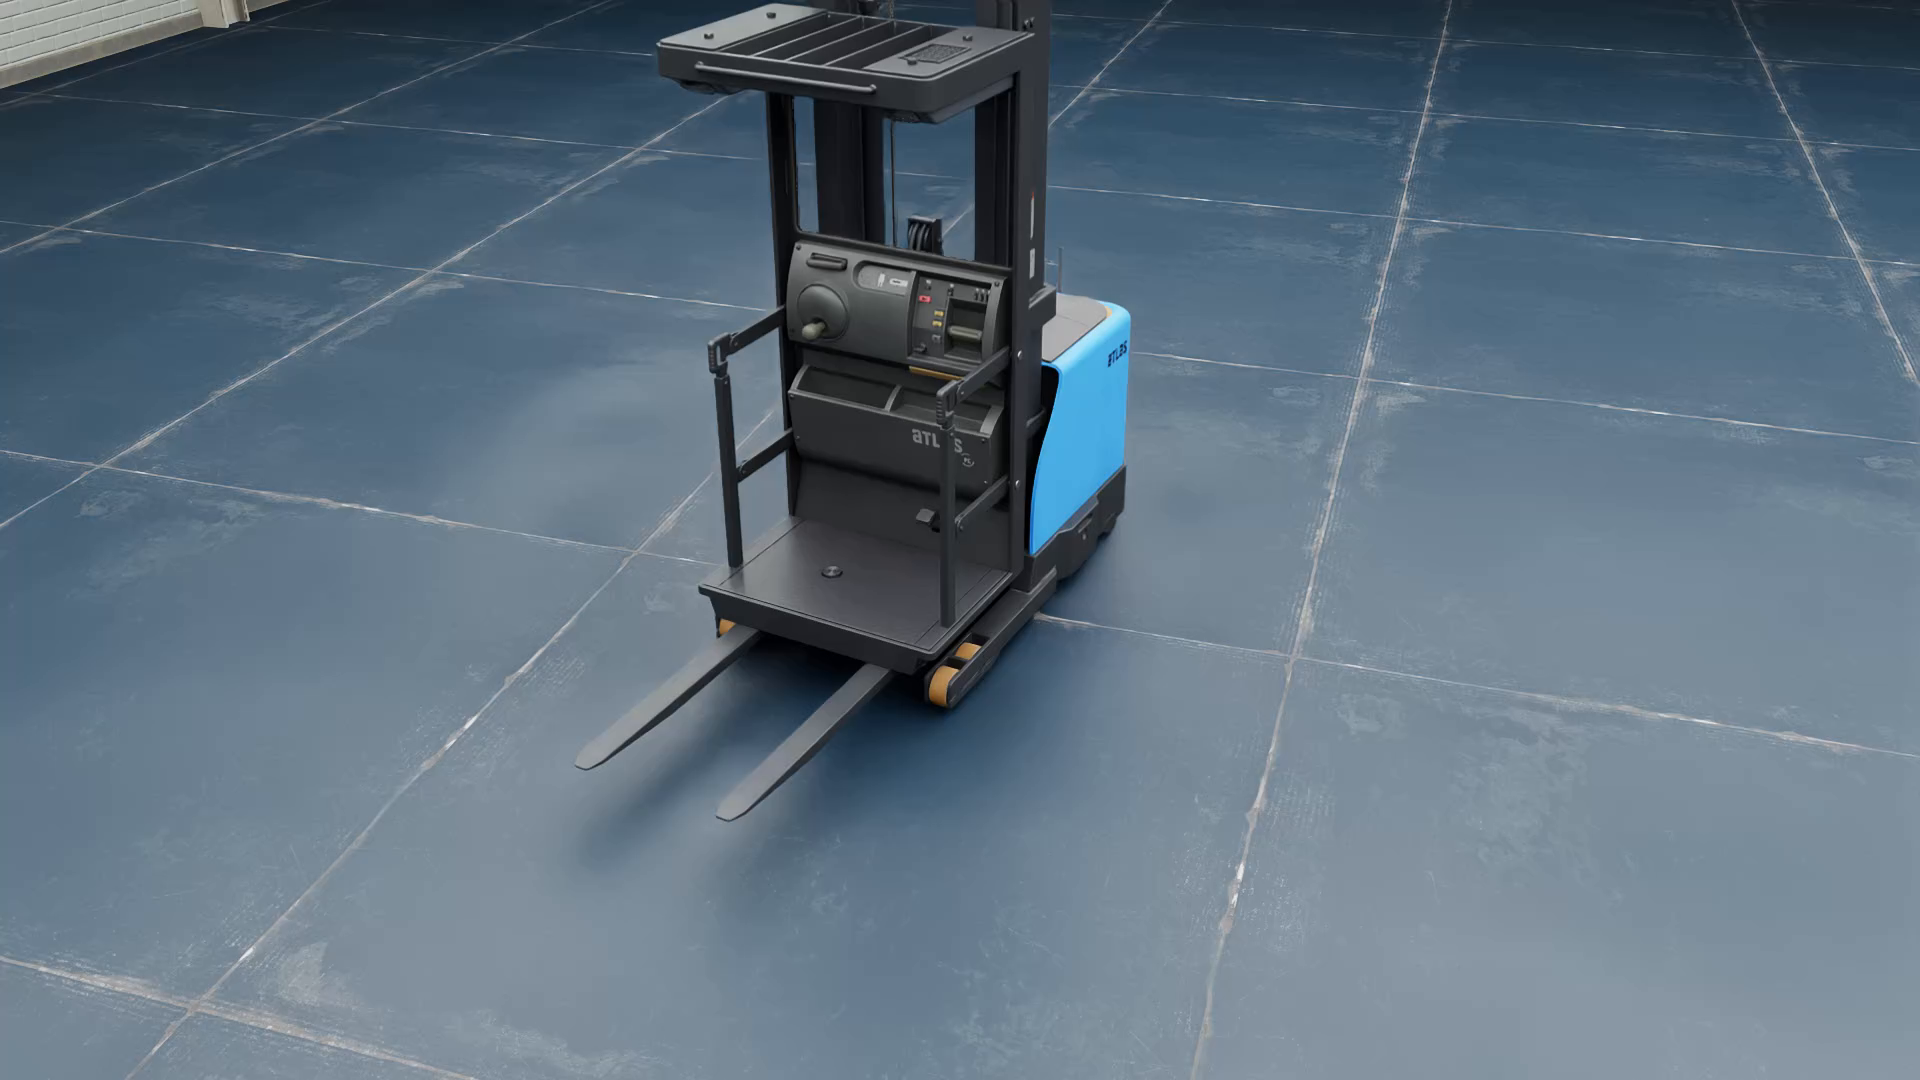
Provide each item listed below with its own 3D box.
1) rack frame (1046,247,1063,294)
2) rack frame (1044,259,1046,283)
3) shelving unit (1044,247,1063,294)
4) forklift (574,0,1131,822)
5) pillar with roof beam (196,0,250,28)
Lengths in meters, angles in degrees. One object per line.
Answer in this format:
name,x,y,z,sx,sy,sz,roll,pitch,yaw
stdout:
rack frame,0.372,-0.861,8.063,0.240,1.200,0.006,14,32,24
rack frame,0.286,-0.782,7.922,0.240,1.200,0.006,14,32,24
shelving unit,0.329,-0.821,7.992,0.258,1.200,0.189,14,32,24
forklift,-0.359,-0.867,6.293,1.130,2.935,3.031,14,32,24
pillar with roof beam,-3.636,-8.775,14.267,9.100,9.000,0.400,8,30,15
